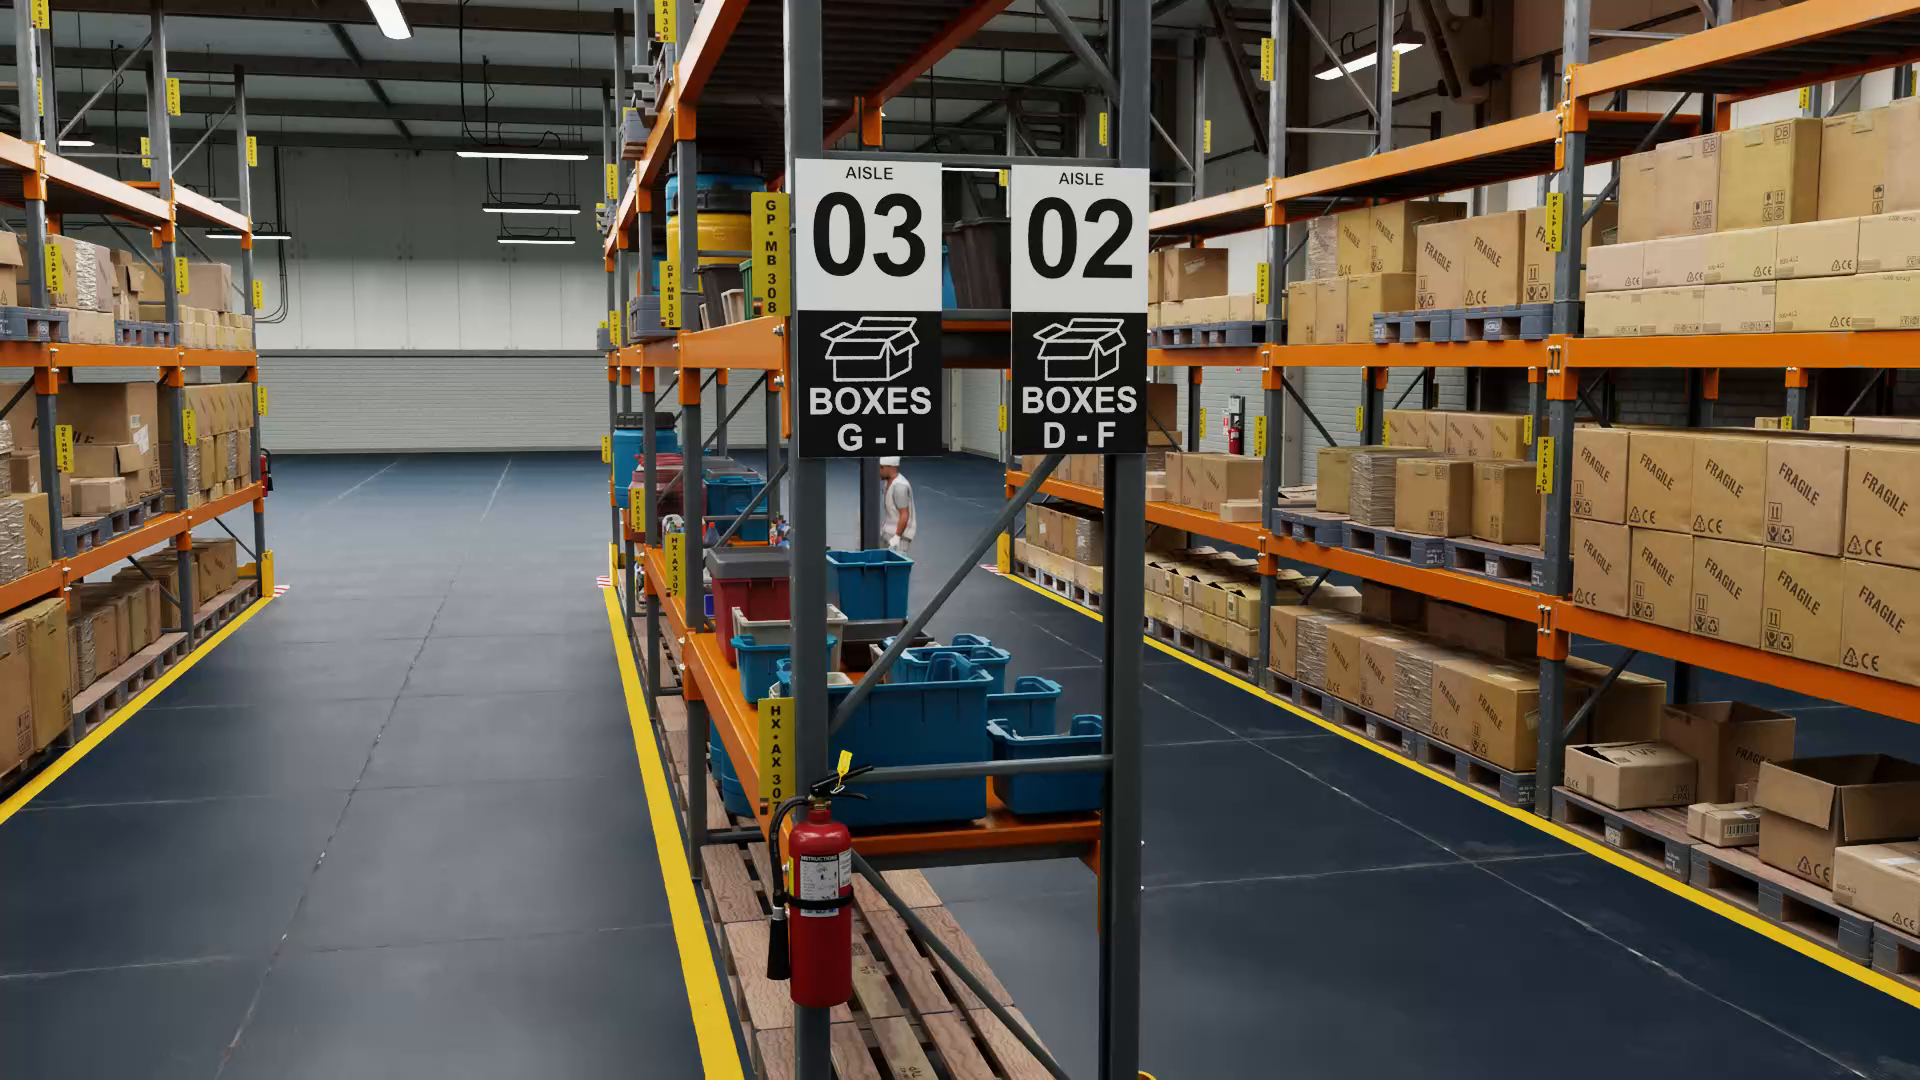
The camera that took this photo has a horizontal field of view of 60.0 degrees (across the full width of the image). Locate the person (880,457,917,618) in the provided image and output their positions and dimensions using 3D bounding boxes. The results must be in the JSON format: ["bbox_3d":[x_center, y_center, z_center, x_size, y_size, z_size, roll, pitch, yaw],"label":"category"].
[{"bbox_3d":[-0.684,-0.011,16.934,0.454,1.777,0.579,-2,6,-16],"label":"person"}]
